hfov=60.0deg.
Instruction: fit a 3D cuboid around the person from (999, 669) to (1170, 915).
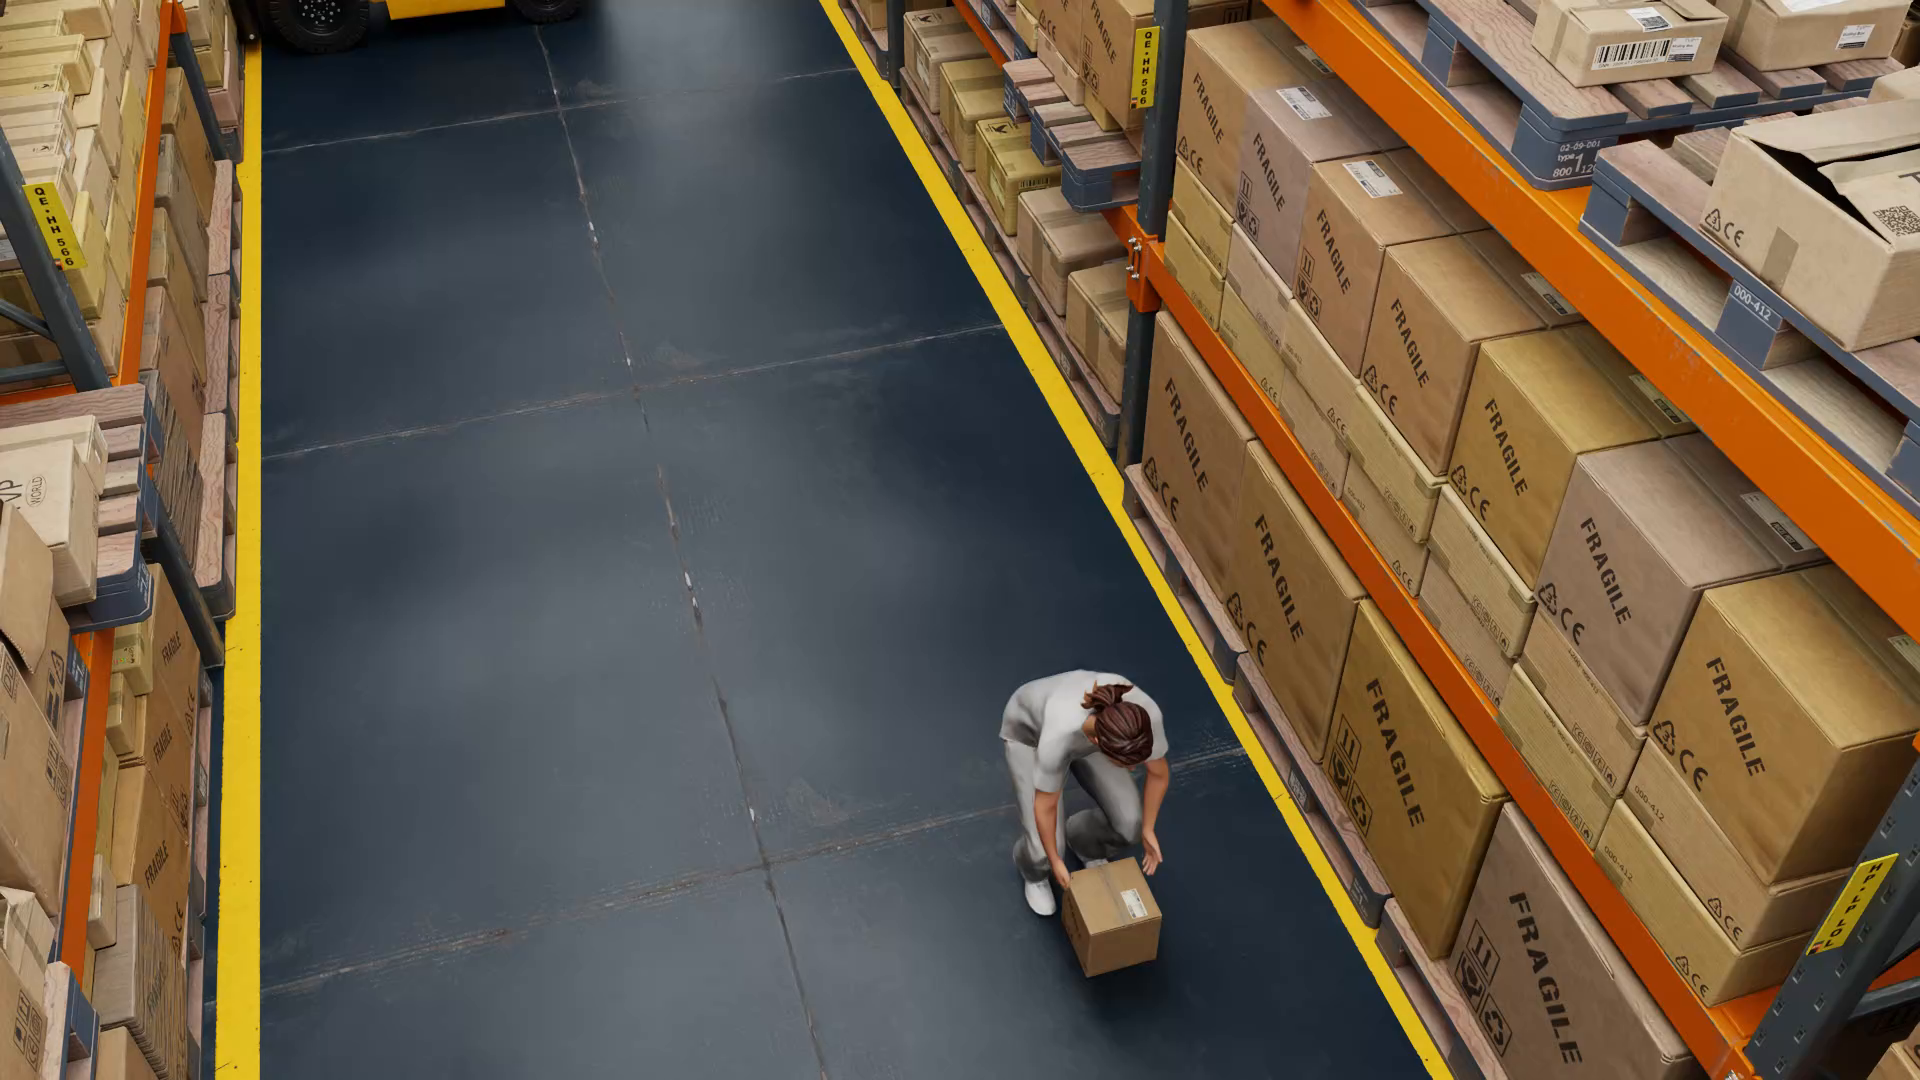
[{"bbox_3d":[0.424,0.802,5.643,0.491,1.194,0.724,-12,44,-13],"label":"person"}]
